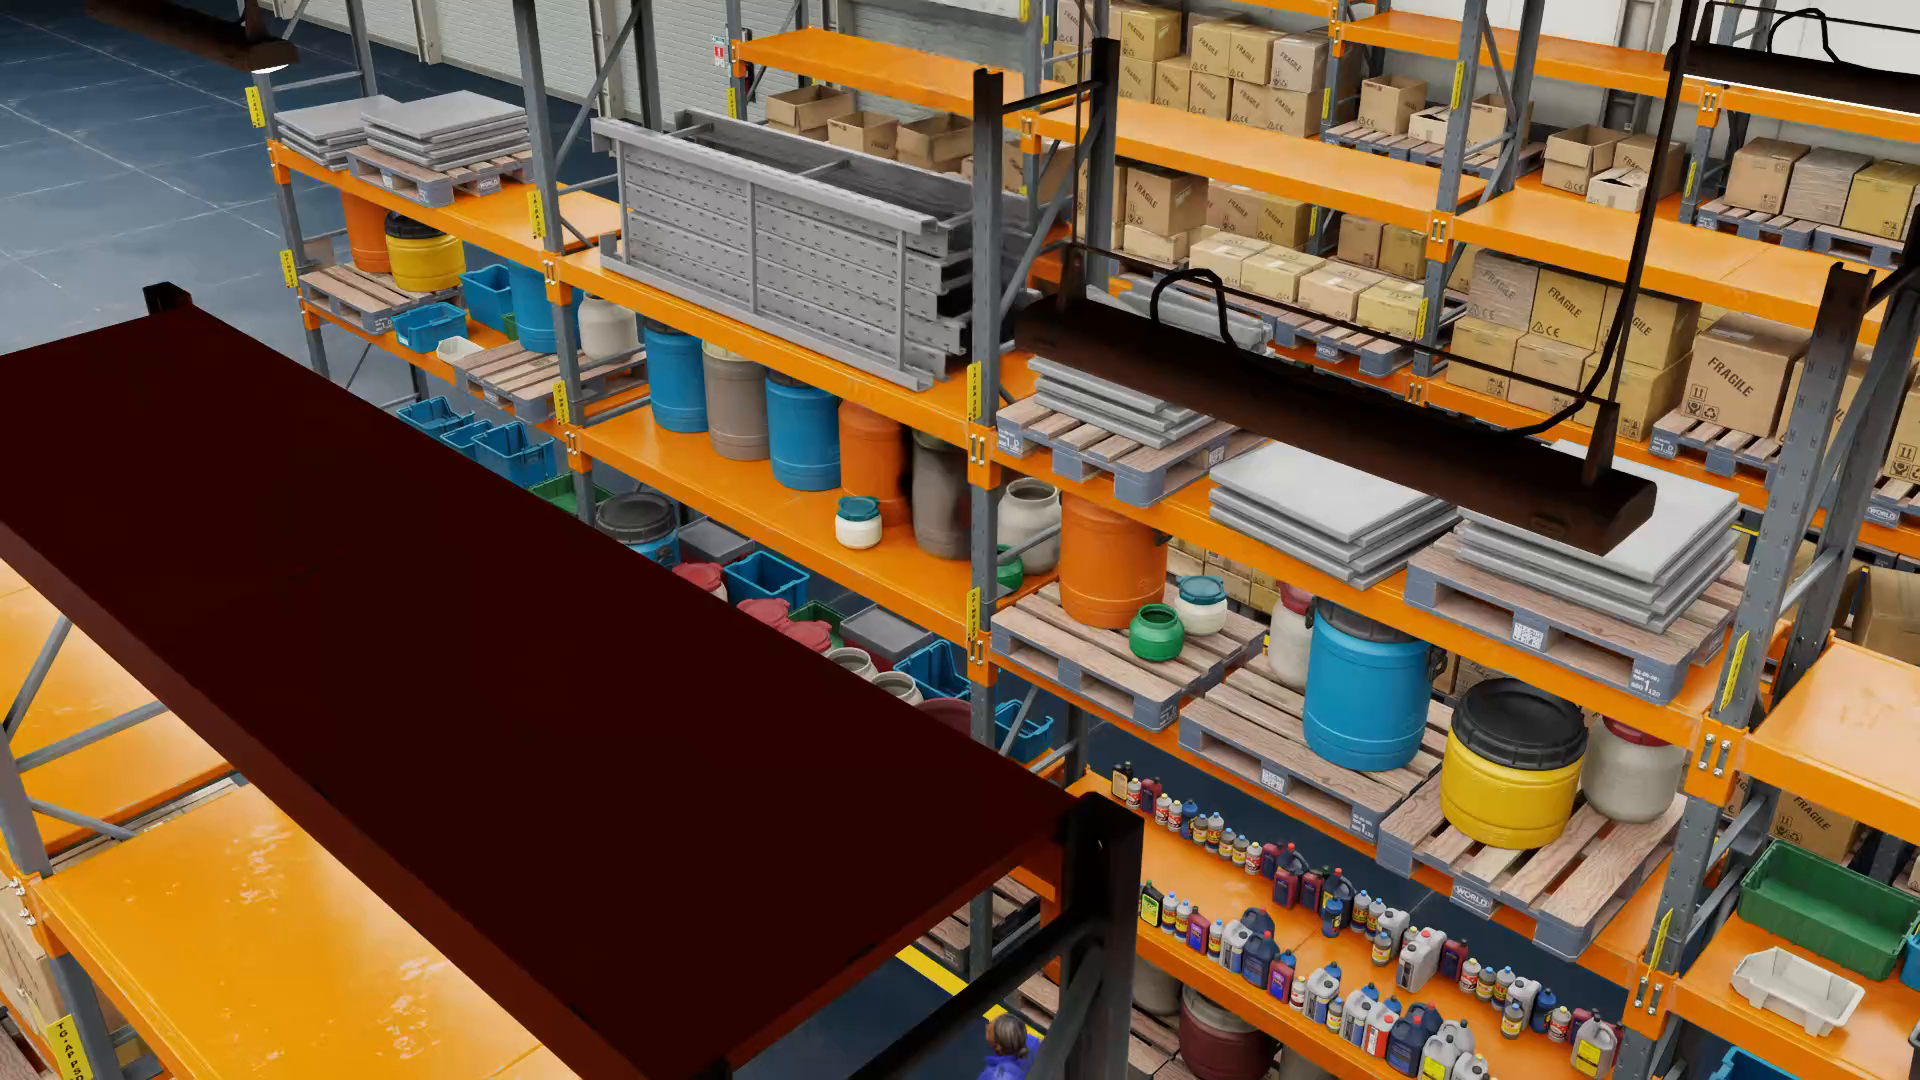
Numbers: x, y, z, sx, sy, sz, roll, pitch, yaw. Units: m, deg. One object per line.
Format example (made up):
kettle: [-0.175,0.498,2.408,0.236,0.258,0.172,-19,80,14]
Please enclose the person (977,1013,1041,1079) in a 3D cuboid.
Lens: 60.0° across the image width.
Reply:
person: [0.294,3.122,8.635,1.062,1.547,0.547,20,35,31]
